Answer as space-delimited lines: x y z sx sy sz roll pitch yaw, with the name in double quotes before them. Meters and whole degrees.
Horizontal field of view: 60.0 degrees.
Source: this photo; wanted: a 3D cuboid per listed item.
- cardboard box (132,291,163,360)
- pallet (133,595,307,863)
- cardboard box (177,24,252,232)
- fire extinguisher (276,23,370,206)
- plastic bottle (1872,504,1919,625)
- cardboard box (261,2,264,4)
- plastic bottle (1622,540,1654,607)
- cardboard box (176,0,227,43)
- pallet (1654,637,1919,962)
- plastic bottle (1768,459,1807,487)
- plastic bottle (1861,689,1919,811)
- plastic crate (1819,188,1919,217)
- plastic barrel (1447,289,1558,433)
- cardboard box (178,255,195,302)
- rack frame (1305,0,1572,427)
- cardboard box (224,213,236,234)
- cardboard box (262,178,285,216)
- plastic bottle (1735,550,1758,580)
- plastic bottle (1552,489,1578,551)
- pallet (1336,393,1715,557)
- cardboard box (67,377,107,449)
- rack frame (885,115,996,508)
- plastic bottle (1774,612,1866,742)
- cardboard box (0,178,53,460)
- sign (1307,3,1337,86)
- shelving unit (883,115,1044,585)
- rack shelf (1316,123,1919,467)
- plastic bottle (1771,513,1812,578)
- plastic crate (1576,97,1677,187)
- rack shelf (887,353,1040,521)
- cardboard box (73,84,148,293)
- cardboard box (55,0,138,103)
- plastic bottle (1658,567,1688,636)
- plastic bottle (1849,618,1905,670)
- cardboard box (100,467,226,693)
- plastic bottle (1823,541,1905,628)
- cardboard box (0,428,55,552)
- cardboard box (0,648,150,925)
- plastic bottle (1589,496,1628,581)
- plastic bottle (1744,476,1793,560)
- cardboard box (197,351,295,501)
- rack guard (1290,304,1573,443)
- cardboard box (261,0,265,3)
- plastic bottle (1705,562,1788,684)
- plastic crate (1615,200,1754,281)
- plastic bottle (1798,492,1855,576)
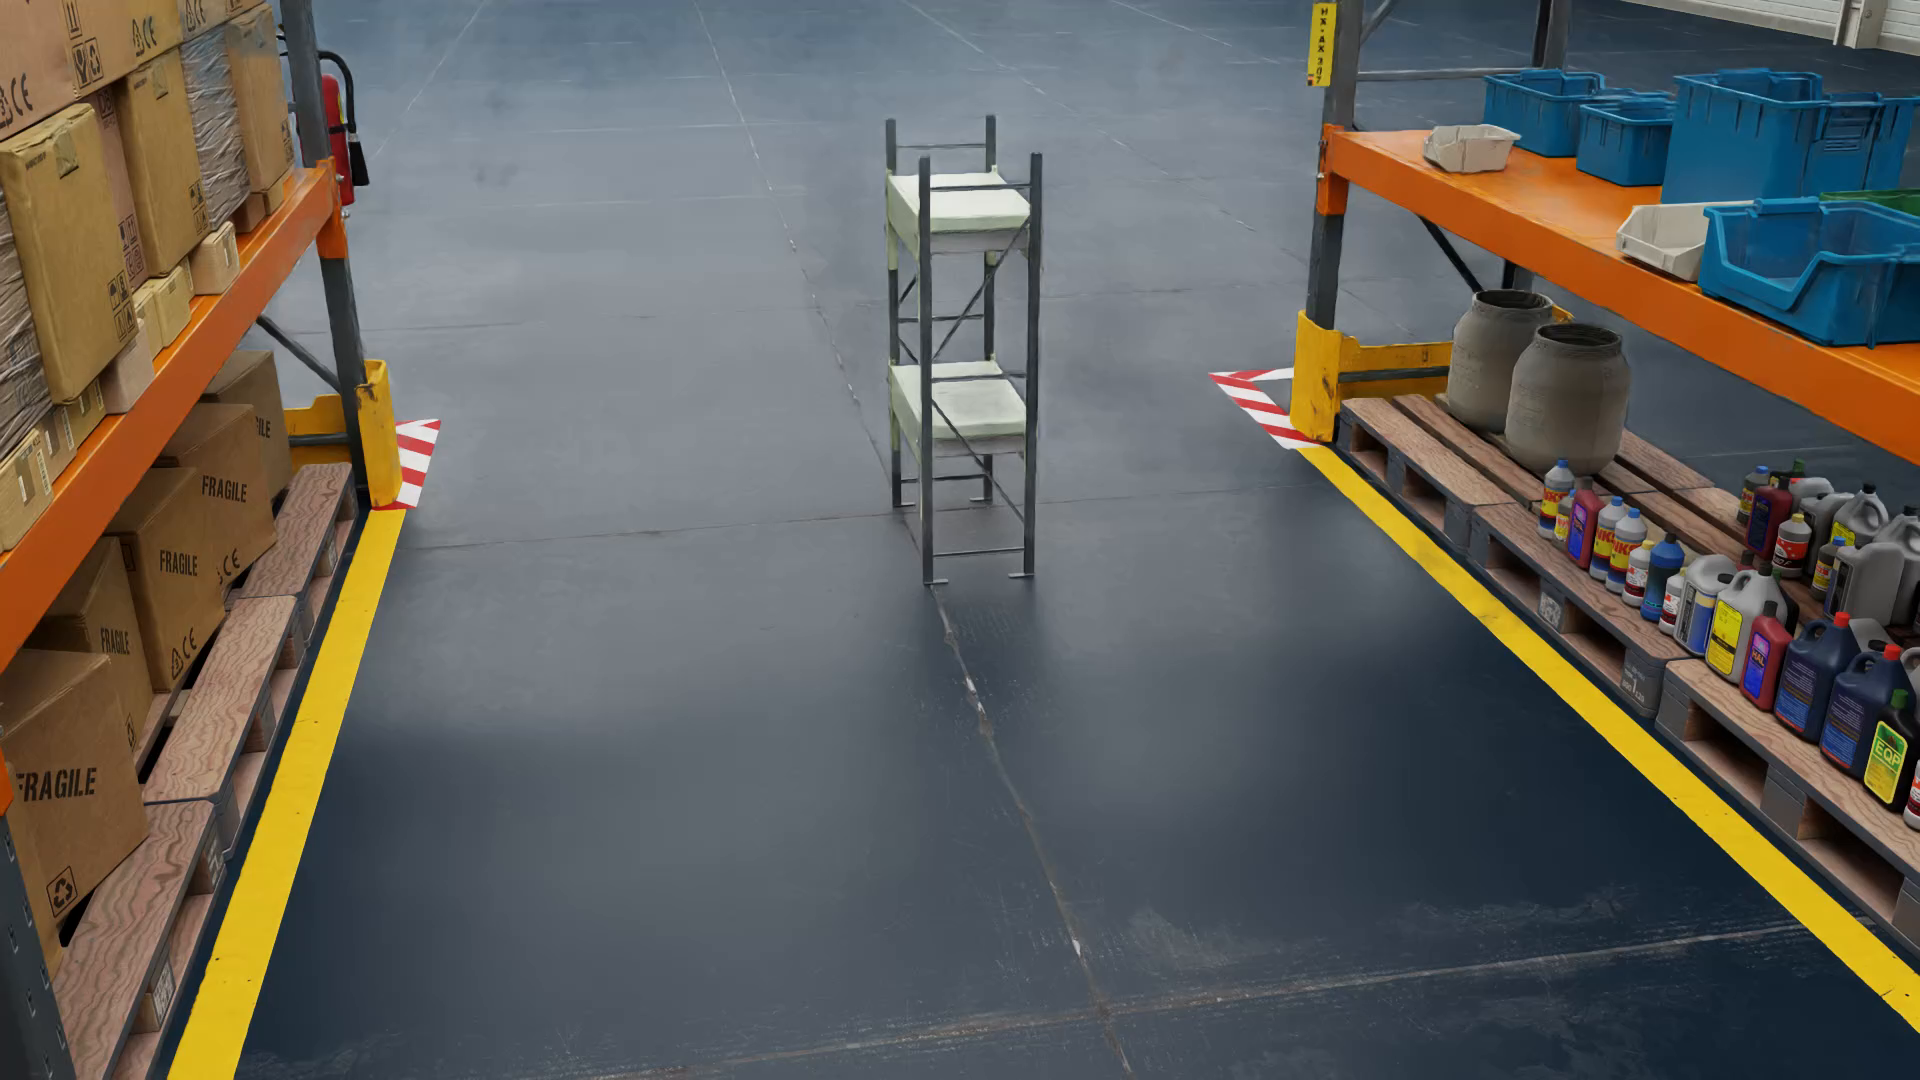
"cardboard box" -2.111 -0.472 3.896 0.380 0.149 0.250 -4 24 -10
"pallet" -2.500 0.545 4.738 1.003 0.211 1.213 -4 24 -10
"cardboard box" -2.517 -1.140 4.615 0.875 0.500 0.500 -4 24 -10
"fire extinguisher" -2.420 -1.607 6.279 0.296 0.674 0.183 -4 24 -10
"plastic bottle" 2.901 0.066 5.112 0.144 0.351 0.185 -4 24 -10
"cardboard box" -2.777 -1.527 5.503 0.875 0.500 0.500 -4 24 -10
"plastic bottle" 2.145 0.100 5.220 0.097 0.201 0.097 0 24 0
"cardboard box" -2.319 -1.613 4.449 0.500 0.500 0.500 -4 24 -10
"pallet" 2.672 0.654 4.489 1.003 0.211 1.213 -4 24 -10
"plastic bottle" 2.826 -0.152 5.695 0.061 0.283 0.133 -4 24 -8
"plastic bottle" 2.342 0.522 4.152 0.061 0.283 0.133 -3 24 -7
"plastic crate" 2.782 -0.815 4.632 0.450 0.188 0.662 -4 24 -10
"plastic barrel" 2.213 -0.729 6.756 0.421 0.512 0.421 0 24 0
"cardboard box" -2.237 -0.666 4.341 0.380 0.149 0.250 -4 24 -10
"rack frame" 2.016 -1.930 6.922 1.000 3.000 0.127 -4 24 -10
"cardboard box" -2.417 -0.958 5.009 0.380 0.149 0.250 -4 24 -10
"cardboard box" -2.454 -1.159 5.469 0.380 0.149 0.250 -4 24 -10
"plastic bottle" 2.336 0.180 4.935 0.061 0.283 0.133 -4 24 -10
"plastic bottle" 2.064 -0.072 5.615 0.097 0.201 0.097 0 24 0
"pallet" 2.221 -0.306 6.687 1.003 0.211 1.213 -4 24 -10
"cardboard box" -2.019 -0.275 3.446 0.380 0.149 0.250 -4 24 -10
"rack frame" -0.069 -0.834 6.285 0.400 1.500 0.023 -4 24 -10
"plastic bottle" 2.318 0.348 4.465 0.144 0.351 0.185 -6 24 -12
"cardboard box" -2.134 -0.354 2.816 0.875 0.500 0.500 -4 24 -10
"sign" 1.474 -2.018 6.777 0.100 0.325 0.005 -4 24 -10
"shelving unit" -0.001 -0.690 5.956 0.431 1.500 0.755 -4 24 -10
"rack shelf" 2.386 -0.814 5.264 1.077 0.370 4.000 -4 24 -10
"plastic bottle" 2.713 0.013 5.419 0.097 0.201 0.097 0 24 0
"plastic crate" 2.517 -1.431 5.966 0.499 0.251 0.408 -4 24 -10
"rack shelf" -0.001 -0.391 6.086 0.431 0.370 0.720 -4 24 -10
"cardboard box" -2.384 -0.742 3.706 0.875 0.500 0.500 -4 24 -10
"cardboard box" -2.131 -1.220 3.549 0.500 0.500 0.500 -4 24 -10
"plastic bottle" 2.183 0.181 5.035 0.097 0.201 0.097 0 24 0
"plastic bottle" 2.459 0.361 4.528 0.152 0.276 0.135 -4 24 -10
"cardboard box" -2.511 0.117 4.834 0.500 0.500 0.500 -2 24 -5
"plastic bottle" 2.760 0.121 5.079 0.152 0.276 0.135 -4 24 -10
"cardboard box" -1.890 -0.081 3.002 0.380 0.149 0.250 -4 24 -10
"cardboard box" -2.260 0.578 3.778 0.500 0.500 0.500 3 24 7
"plastic bottle" 2.108 -0.010 5.385 0.097 0.271 0.097 0 24 0
"plastic bottle" 2.702 -0.088 5.547 0.061 0.283 0.133 -4 24 -10
"cardboard box" -2.753 -0.364 5.933 0.500 0.500 0.500 0 24 0
"rack guard" 2.076 -0.758 7.362 1.175 0.500 0.348 -4 24 -10
"cardboard box" -2.507 -2.006 5.349 0.500 0.500 0.500 -4 24 -10
"plastic bottle" 2.258 0.221 4.756 0.144 0.351 0.185 -4 24 -10
"plastic crate" 2.206 -0.856 4.791 0.530 0.136 0.437 -4 24 -10
"plastic bottle" 2.832 -0.038 5.442 0.152 0.276 0.135 -5 24 -11
